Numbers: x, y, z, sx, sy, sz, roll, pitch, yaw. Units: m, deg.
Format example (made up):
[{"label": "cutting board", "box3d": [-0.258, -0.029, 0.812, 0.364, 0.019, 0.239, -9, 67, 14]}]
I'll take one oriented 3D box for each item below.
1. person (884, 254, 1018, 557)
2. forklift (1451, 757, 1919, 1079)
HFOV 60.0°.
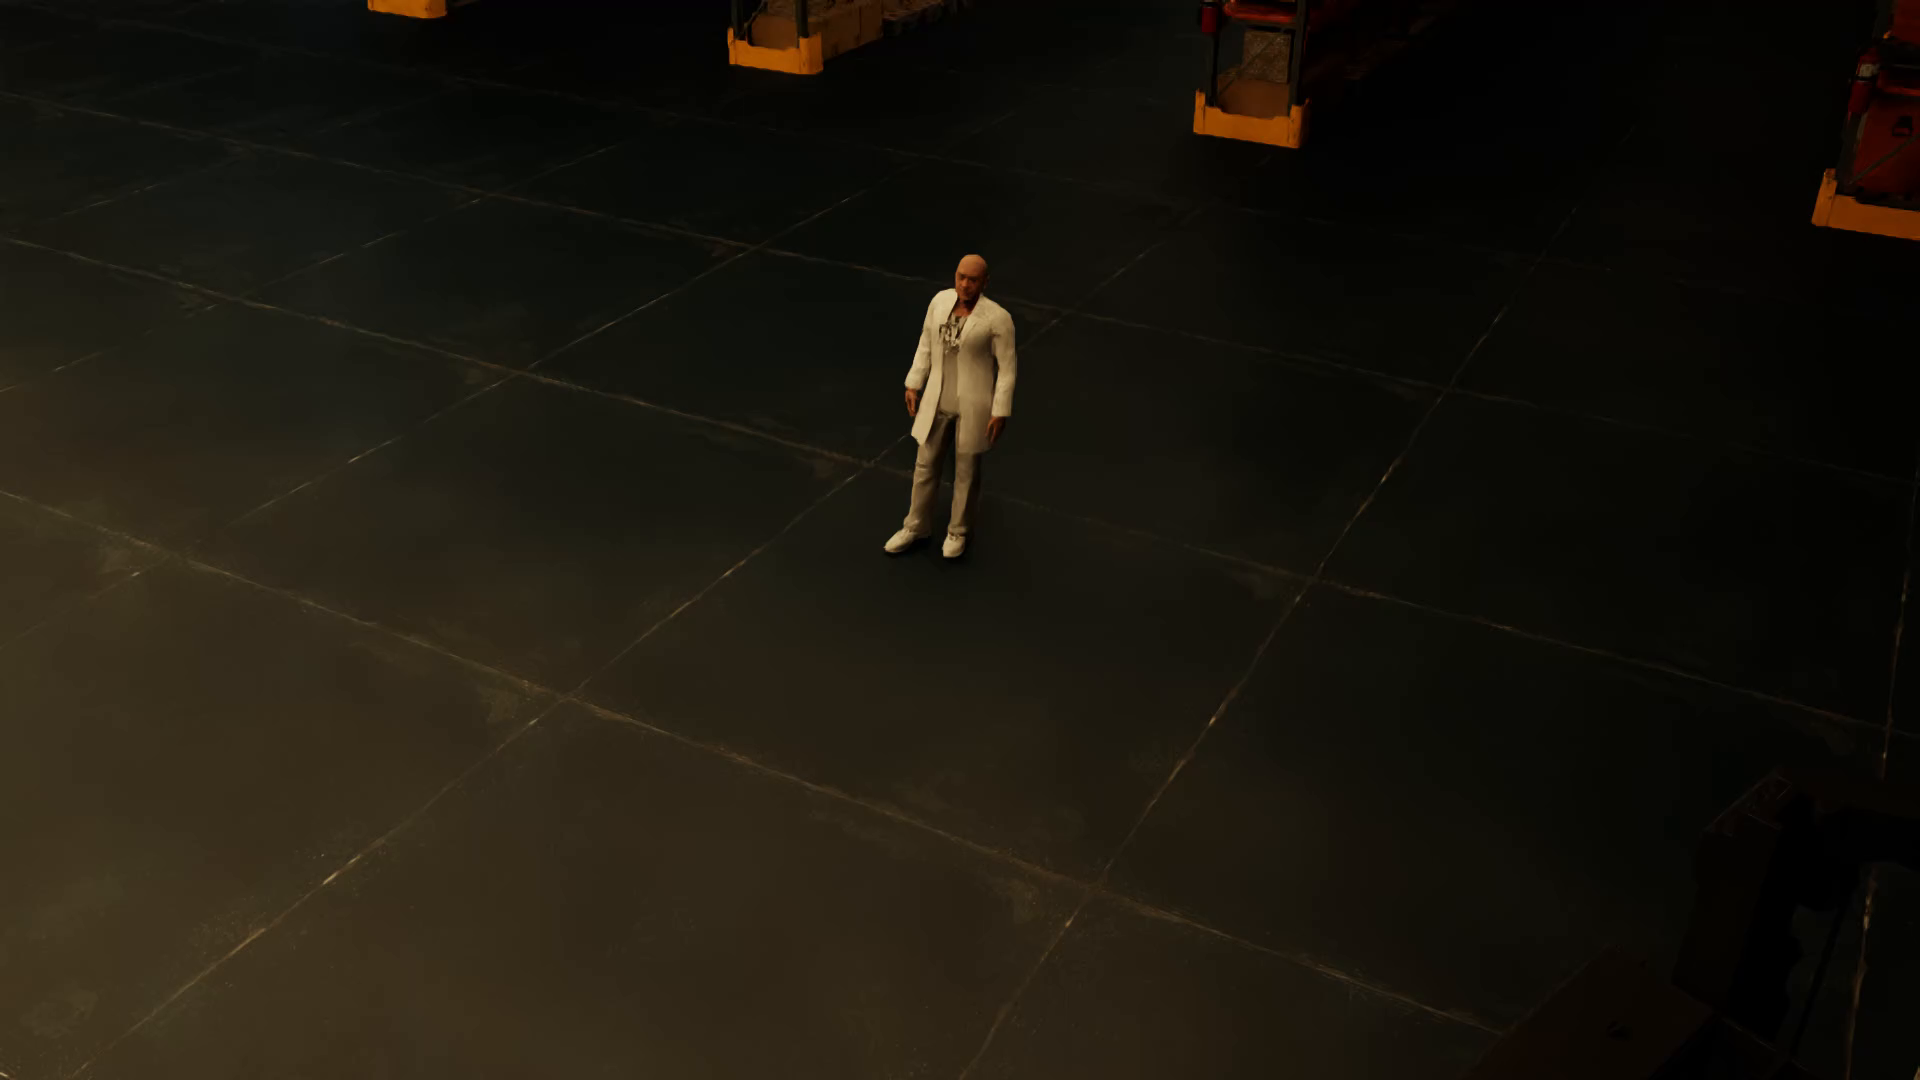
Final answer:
[{"label": "person", "box3d": [-0.048, -0.738, 9.488, 0.694, 1.776, 0.579, 15, 33, 25]}, {"label": "forklift", "box3d": [1.512, 2.045, 3.528, 3.031, 2.935, 1.130, -24, 37, -35]}]
